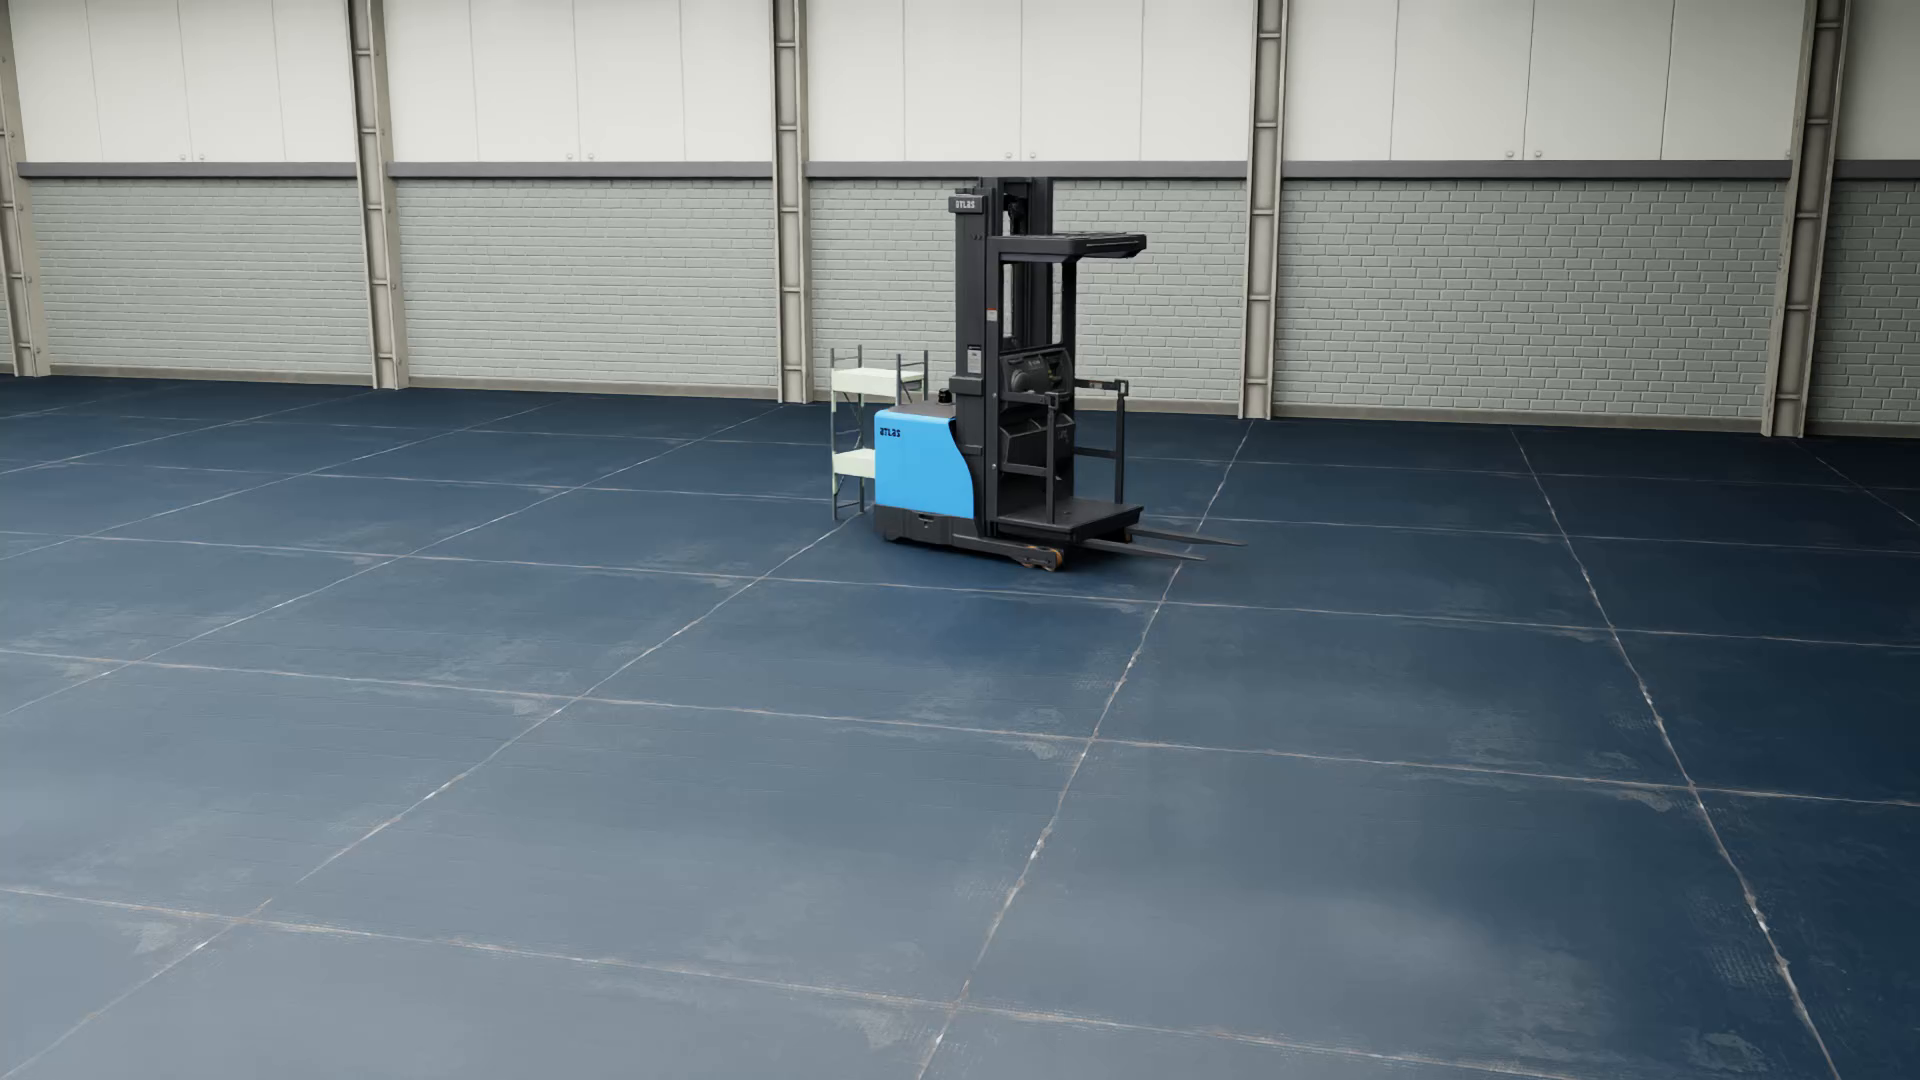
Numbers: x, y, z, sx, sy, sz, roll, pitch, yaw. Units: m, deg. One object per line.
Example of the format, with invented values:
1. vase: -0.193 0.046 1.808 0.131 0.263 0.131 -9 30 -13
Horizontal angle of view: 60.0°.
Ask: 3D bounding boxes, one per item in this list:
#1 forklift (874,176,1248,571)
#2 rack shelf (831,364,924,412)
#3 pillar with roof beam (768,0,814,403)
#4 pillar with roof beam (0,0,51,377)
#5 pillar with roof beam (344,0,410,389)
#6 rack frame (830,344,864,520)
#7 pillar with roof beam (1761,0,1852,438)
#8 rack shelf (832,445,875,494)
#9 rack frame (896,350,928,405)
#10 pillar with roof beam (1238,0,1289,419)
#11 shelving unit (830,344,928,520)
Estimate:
1. forklift: 0.772 -1.324 12.935 3.031 2.935 1.130 9 16 36
2. rack shelf: -0.690 -1.272 14.201 0.720 0.370 0.431 9 16 36
3. pillar with roof beam: -3.200 -5.321 16.940 0.400 9.000 9.100 3 13 14
4. pillar with roof beam: -14.851 -5.944 19.747 0.400 9.000 9.100 3 13 14
5. pillar with roof beam: -9.026 -5.632 18.344 0.400 9.000 9.100 3 13 14
6. rack frame: -0.982 -0.938 14.500 0.023 1.500 0.400 9 16 36
7. pillar with roof beam: 8.450 -4.698 14.133 0.400 9.000 9.100 3 13 14
8. rack shelf: -0.690 -0.572 14.356 0.720 0.370 0.431 9 16 36
9. rack frame: -0.398 -0.843 14.070 0.023 1.500 0.400 9 16 36
10. pillar with roof beam: 2.625 -5.009 15.537 0.400 9.000 9.100 3 13 14
11. shelving unit: -0.690 -0.891 14.285 0.755 1.500 0.431 9 16 36
